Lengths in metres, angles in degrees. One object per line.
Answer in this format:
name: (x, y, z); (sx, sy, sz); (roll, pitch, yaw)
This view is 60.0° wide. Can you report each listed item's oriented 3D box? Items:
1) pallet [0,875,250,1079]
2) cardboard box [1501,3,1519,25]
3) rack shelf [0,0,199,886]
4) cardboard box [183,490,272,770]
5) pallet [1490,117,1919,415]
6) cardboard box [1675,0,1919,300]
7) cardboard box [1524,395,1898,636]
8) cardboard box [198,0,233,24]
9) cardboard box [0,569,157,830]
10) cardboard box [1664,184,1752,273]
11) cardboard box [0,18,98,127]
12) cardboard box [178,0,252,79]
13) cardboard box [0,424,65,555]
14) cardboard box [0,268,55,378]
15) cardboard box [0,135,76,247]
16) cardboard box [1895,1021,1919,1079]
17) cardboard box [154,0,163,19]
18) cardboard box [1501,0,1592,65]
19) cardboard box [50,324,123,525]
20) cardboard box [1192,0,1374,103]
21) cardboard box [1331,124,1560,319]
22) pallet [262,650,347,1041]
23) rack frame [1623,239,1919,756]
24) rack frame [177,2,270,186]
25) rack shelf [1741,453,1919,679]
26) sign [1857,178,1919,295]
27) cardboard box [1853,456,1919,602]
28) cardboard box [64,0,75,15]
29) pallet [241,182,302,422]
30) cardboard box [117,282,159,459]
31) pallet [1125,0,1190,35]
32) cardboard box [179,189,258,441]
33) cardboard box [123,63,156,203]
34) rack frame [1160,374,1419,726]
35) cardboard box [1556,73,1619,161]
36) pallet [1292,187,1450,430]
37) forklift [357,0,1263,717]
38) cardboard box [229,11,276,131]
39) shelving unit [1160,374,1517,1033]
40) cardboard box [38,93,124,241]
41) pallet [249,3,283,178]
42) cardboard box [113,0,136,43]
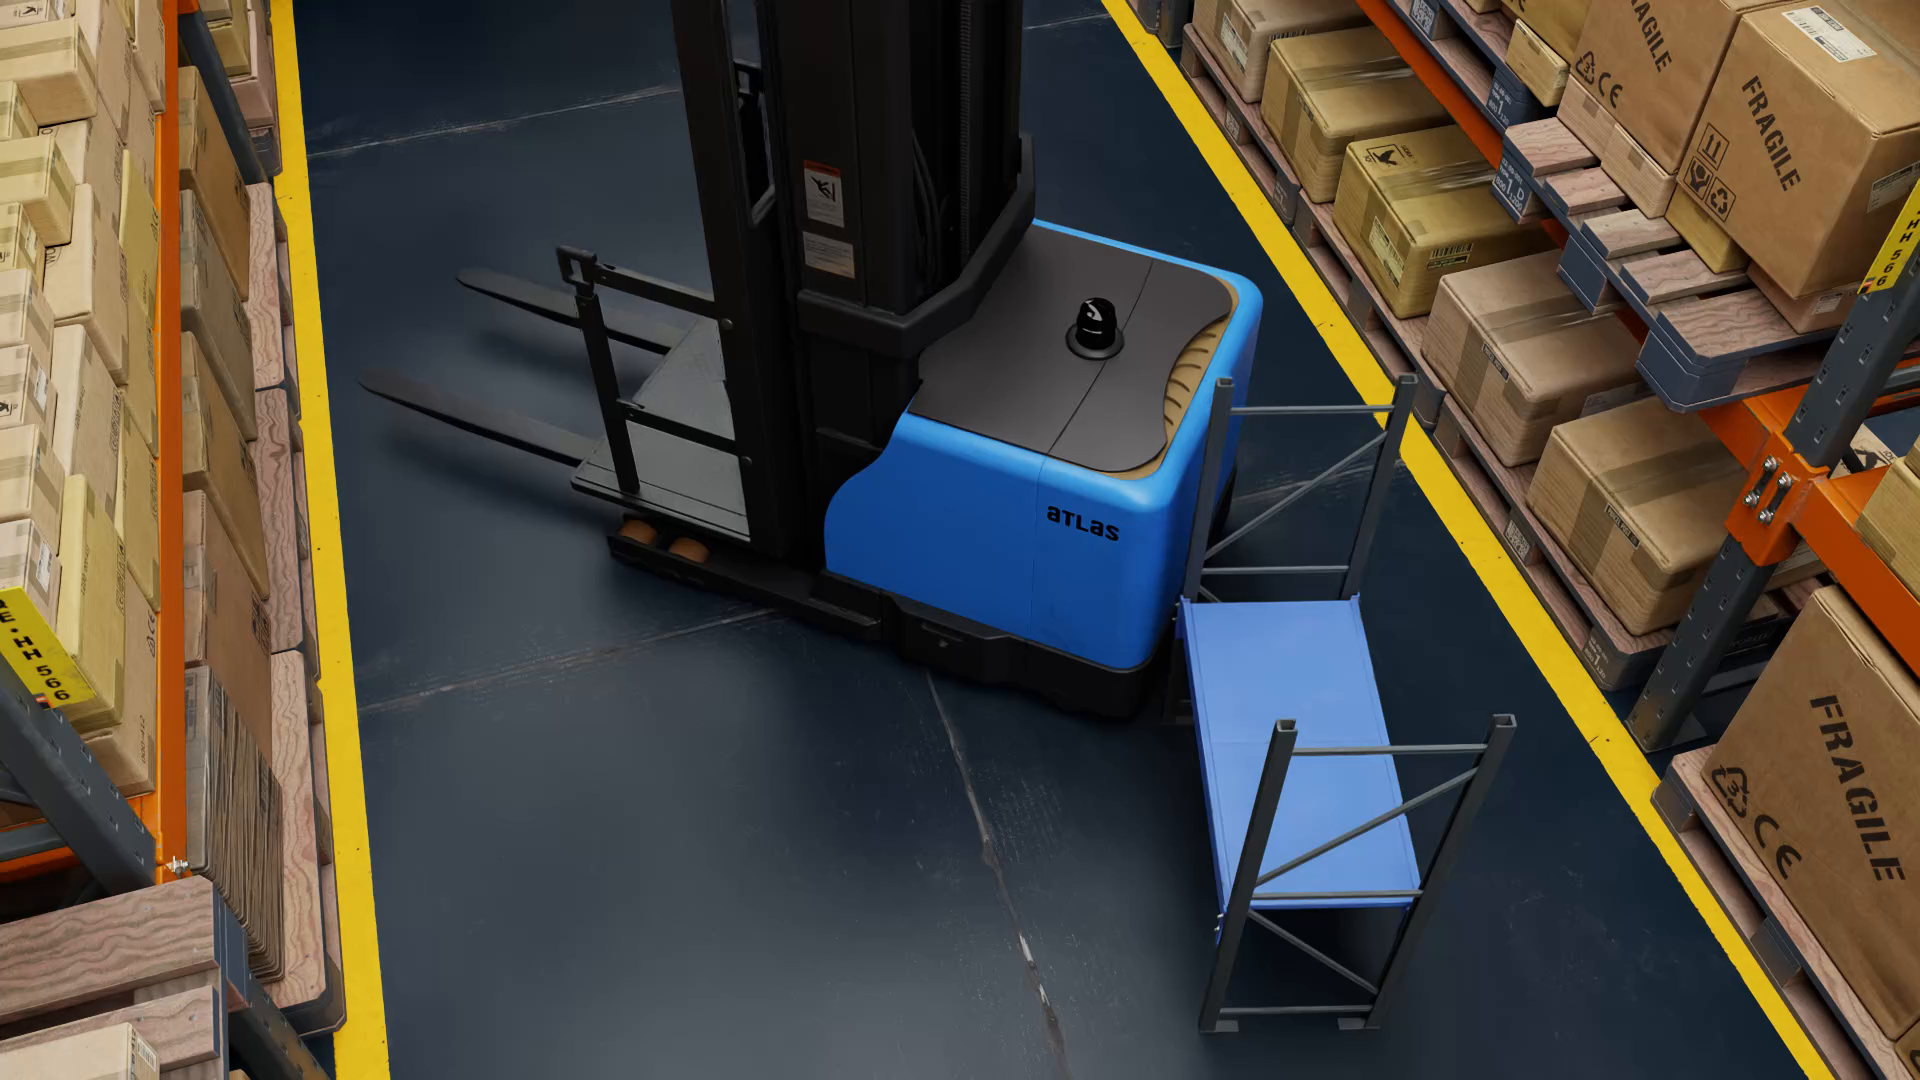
pallet: (-1.879, 1.213, 2.891); (1.213, 0.211, 1.003); (-13, 51, -11)
cardboard box: (1.891, -1.643, 5.063); (0.380, 0.149, 0.250); (-13, 51, -11)
rack shelf: (-2.738, -0.557, 4.729); (1.077, 0.370, 4.000); (-13, 51, -11)
cardboard box: (-2.519, 0.367, 4.757); (0.875, 0.625, 0.625); (-12, 51, -10)
pallet: (2.281, -0.888, 4.662); (1.213, 0.211, 1.003); (-13, 51, -11)
cardboard box: (2.194, -0.986, 4.085); (0.500, 0.500, 0.500); (-15, 51, -12)
cardboard box: (2.436, -0.157, 5.364); (0.950, 0.372, 0.625); (-16, 52, -13)
cardboard box: (-3.173, -2.246, 6.551); (0.500, 0.250, 0.500); (-14, 51, -12)
cardboard box: (-2.045, 0.340, 3.599); (0.500, 0.250, 0.500); (-13, 51, -11)
cardboard box: (2.124, -0.874, 4.414); (0.380, 0.149, 0.250); (-13, 51, -10)
cardboard box: (-2.458, -1.189, 4.301); (0.380, 0.149, 0.250); (-15, 51, -12)
cardboard box: (-3.178, -2.083, 6.741); (0.500, 0.250, 0.500); (-14, 51, -11)
cardboard box: (-2.040, -0.064, 3.352); (0.380, 0.149, 0.250); (-12, 51, -10)
cardboard box: (-2.230, -0.434, 3.664); (0.380, 0.149, 0.250); (-13, 51, -11)
cardboard box: (-2.351, -0.810, 3.981); (0.380, 0.149, 0.250); (-12, 51, -10)
cardboard box: (2.978, 1.272, 3.831); (0.875, 0.875, 0.875); (-13, 51, -11)
cardboard box: (-2.931, -1.893, 5.482); (0.500, 0.250, 0.500); (-12, 51, -10)
cardboard box: (1.880, -1.730, 4.712); (0.500, 0.500, 0.500); (-16, 52, -13)
cardboard box: (-2.192, -0.187, 3.717); (0.500, 0.250, 0.500); (-12, 51, -10)
cardboard box: (1.568, -2.281, 7.155); (0.950, 0.372, 0.625); (-13, 51, -11)
cardboard box: (1.992, -1.249, 6.285); (0.950, 0.372, 0.625); (-12, 51, -10)
pallet: (-2.353, 0.960, 4.802); (1.003, 0.211, 1.213); (-13, 51, -11)
rack frame: (2.594, -0.454, 4.170); (1.000, 3.000, 0.127); (-13, 51, -11)
rack frame: (-3.330, -2.250, 5.685); (1.000, 3.000, 0.127); (-13, 51, -11)
rack shelf: (3.185, 1.239, 3.214); (1.077, 0.370, 4.000); (-13, 51, -11)
sign: (2.078, -0.672, 3.649); (0.100, 0.325, 0.005); (-13, 51, -11)
cardboard box: (2.498, 0.009, 3.879); (0.500, 0.250, 0.500); (-14, 51, -12)
cardboard box: (-2.679, -1.549, 4.605); (0.380, 0.149, 0.250); (-14, 51, -12)
pallet: (-3.075, -0.822, 6.305); (1.003, 0.211, 1.213); (-13, 51, -11)
cardboard box: (-2.348, -0.403, 4.226); (0.500, 0.250, 0.500); (-15, 51, -12)
pallet: (1.179, -2.959, 8.106); (1.003, 0.211, 1.213); (-13, 51, -11)
cardboard box: (-2.942, -0.673, 5.634); (0.875, 0.625, 0.625); (-14, 51, -11)
cardboard box: (-2.659, -1.157, 4.862); (0.500, 0.250, 0.500); (-13, 51, -11)
rack frame: (0.886, 0.087, 4.695); (0.500, 1.500, 0.032); (-1, 50, -1)
cardboard box: (1.940, -1.233, 4.717); (0.380, 0.149, 0.250); (-16, 52, -13)
pallet: (2.007, -1.015, 6.468); (1.003, 0.211, 1.213); (-13, 51, -11)
forklift: (-0.636, -1.146, 4.799); (3.031, 2.935, 1.130); (18, 52, 15)
cardboard box: (-3.156, -1.927, 6.937); (0.500, 0.250, 0.500); (-13, 51, -11)
shelving unit: (0.898, 0.476, 4.368); (0.538, 1.500, 1.048); (-1, 50, -1)
cardboard box: (-2.504, -0.940, 4.352); (0.500, 0.250, 0.500); (-13, 51, -10)
pallet: (-3.525, -1.942, 7.249); (1.003, 0.211, 1.213); (-13, 51, -11)
cardboard box: (-2.781, -1.688, 4.982); (0.500, 0.250, 0.500); (-15, 51, -12)
